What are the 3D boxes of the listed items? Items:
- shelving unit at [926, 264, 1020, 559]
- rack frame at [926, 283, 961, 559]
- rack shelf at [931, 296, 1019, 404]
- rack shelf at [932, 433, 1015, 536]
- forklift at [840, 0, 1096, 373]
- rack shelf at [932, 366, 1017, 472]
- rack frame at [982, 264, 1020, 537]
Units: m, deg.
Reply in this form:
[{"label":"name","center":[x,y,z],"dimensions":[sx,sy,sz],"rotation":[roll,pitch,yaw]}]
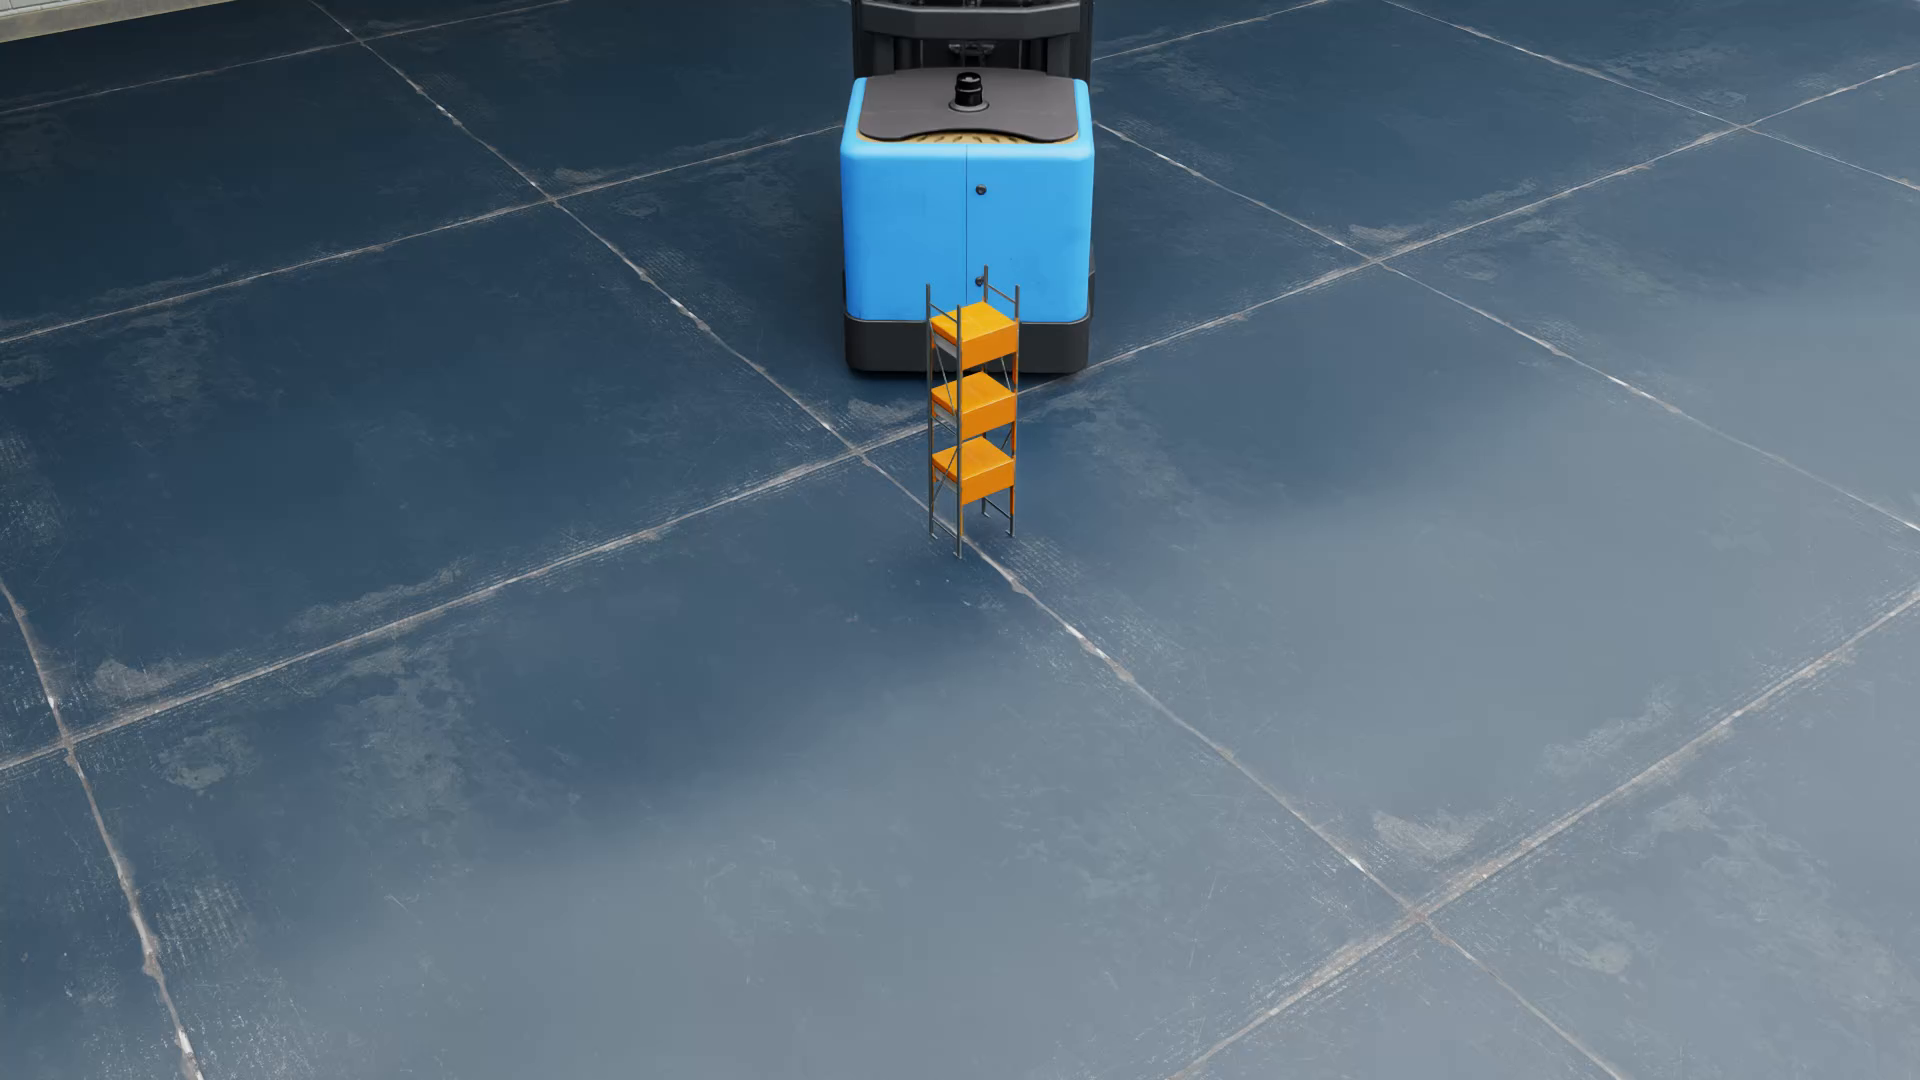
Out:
[{"label":"shelving unit","center":[0.044,-0.444,5.968],"dimensions":[0.252,1.050,0.215],"rotation":[-22,41,-28]},{"label":"rack frame","center":[-0.056,-0.403,5.911],"dimensions":[0.008,1.050,0.200],"rotation":[-22,41,-28]},{"label":"rack shelf","center":[0.044,-0.666,5.809],"dimensions":[0.240,0.259,0.215],"rotation":[-22,41,-28]},{"label":"rack shelf","center":[0.044,-0.210,6.137],"dimensions":[0.240,0.259,0.215],"rotation":[-22,41,-28]},{"label":"forklift","center":[0.061,-2.735,7.543],"dimensions":[1.130,2.935,3.031],"rotation":[1,36,1]},{"label":"rack shelf","center":[0.044,-0.436,5.975],"dimensions":[0.240,0.259,0.215],"rotation":[-22,41,-28]},{"label":"rack frame","center":[0.143,-0.485,6.026],"dimensions":[0.008,1.050,0.200],"rotation":[-22,41,-28]}]
